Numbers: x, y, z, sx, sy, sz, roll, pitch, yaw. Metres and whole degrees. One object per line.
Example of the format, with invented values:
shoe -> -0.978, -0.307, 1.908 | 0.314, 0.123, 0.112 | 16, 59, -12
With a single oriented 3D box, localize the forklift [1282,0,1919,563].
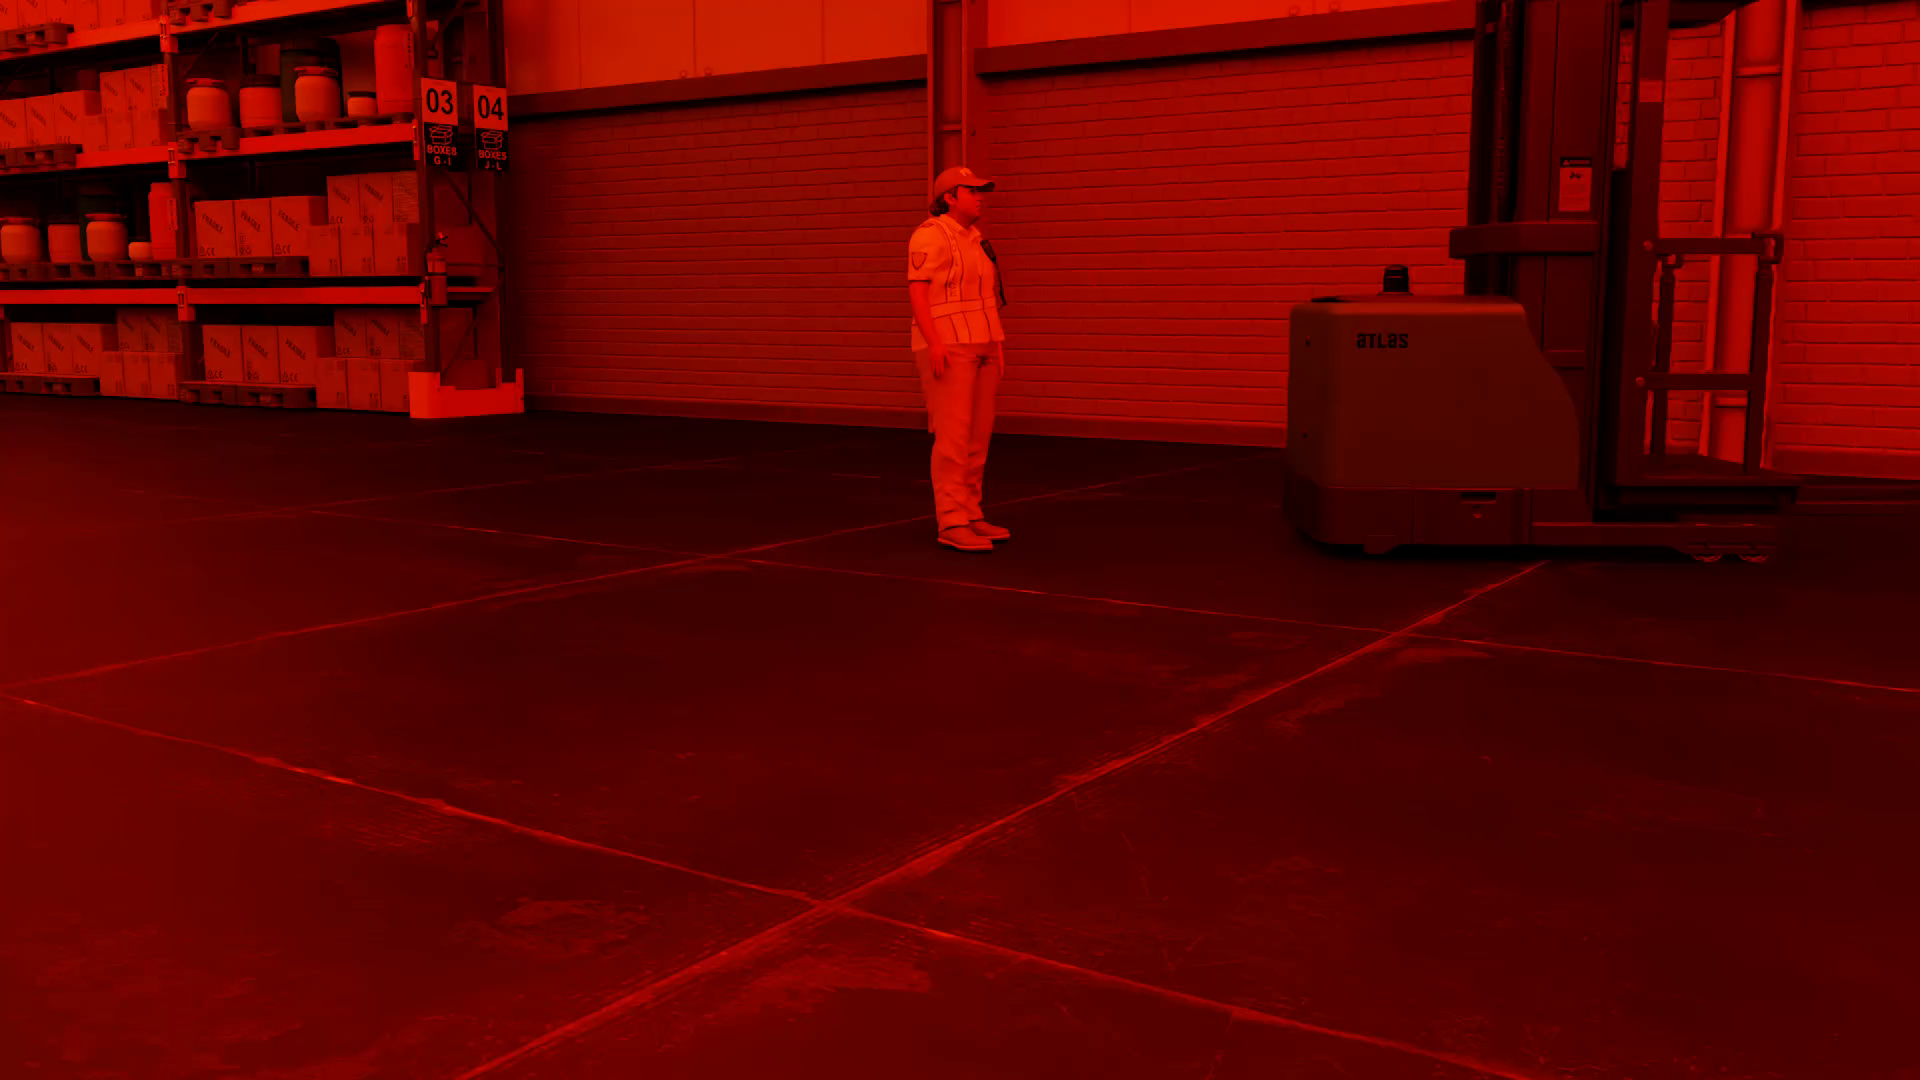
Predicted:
forklift -> 3.036, -1.431, 7.256 | 3.031, 2.935, 1.130 | 0, 8, 1

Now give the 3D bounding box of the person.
person -> 0.051, -0.823, 7.424 | 0.529, 1.670, 0.598 | 5, 10, 34
